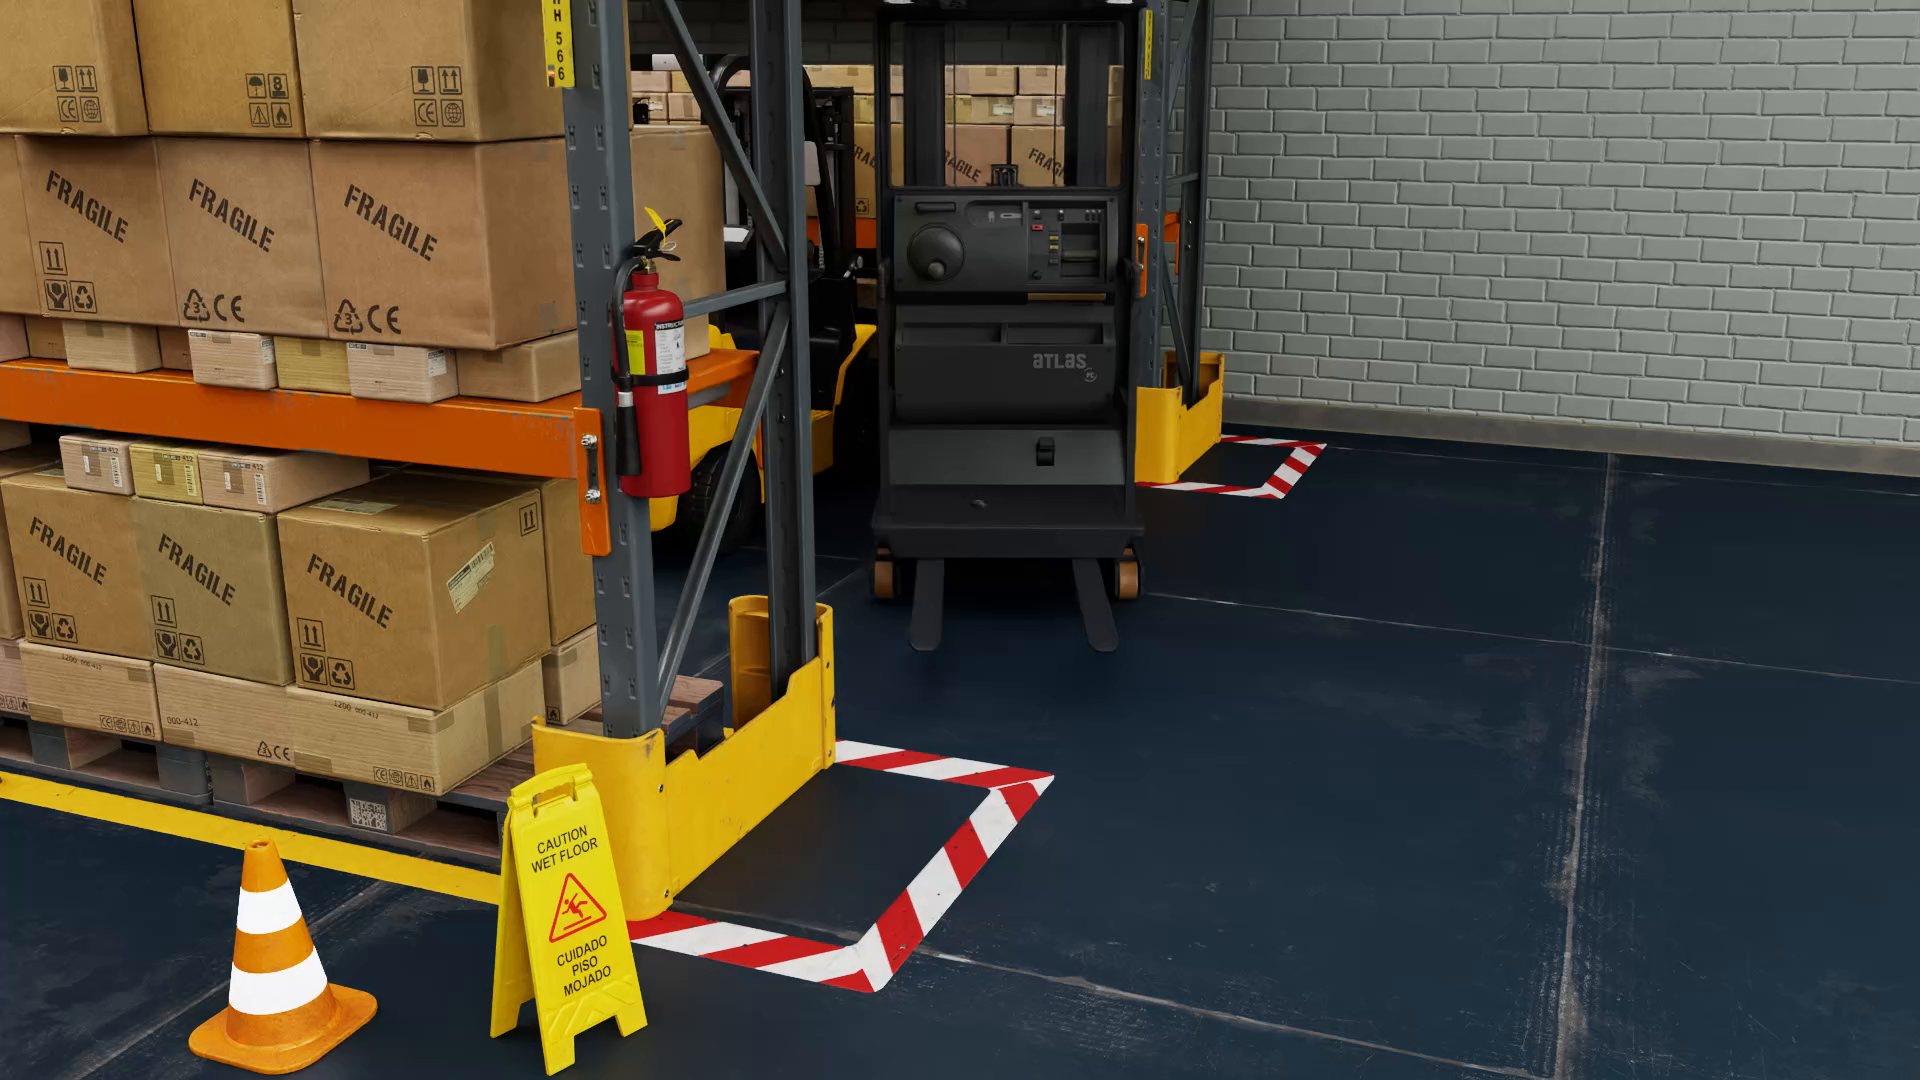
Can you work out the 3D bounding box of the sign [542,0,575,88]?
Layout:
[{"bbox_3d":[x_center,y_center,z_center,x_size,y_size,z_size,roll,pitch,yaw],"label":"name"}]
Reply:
[{"bbox_3d":[-0.901,-1.179,3.713,0.005,0.325,0.100,6,17,21],"label":"sign"}]

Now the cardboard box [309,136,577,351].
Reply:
[{"bbox_3d":[-1.284,-0.788,4.296,0.500,0.500,0.500,6,17,20],"label":"cardboard box"}]

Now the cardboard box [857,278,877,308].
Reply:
[{"bbox_3d":[-0.354,-1.329,9.255,0.500,0.250,0.500,7,17,21],"label":"cardboard box"}]

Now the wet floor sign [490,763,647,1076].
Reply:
[{"bbox_3d":[-0.894,0.814,3.712,0.232,0.644,0.267,14,21,40],"label":"wet floor sign"}]

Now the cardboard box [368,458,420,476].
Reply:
[{"bbox_3d":[-1.838,-0.064,5.347,0.500,0.500,0.500,6,17,19],"label":"cardboard box"}]

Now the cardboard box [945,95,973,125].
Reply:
[{"bbox_3d":[0.020,-2.313,8.917,0.250,0.149,0.380,6,17,20],"label":"cardboard box"}]

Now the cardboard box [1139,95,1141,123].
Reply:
[{"bbox_3d":[0.919,-2.363,9.089,0.250,0.149,0.380,6,17,19],"label":"cardboard box"}]

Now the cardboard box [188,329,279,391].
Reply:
[{"bbox_3d":[-1.862,-0.523,4.546,0.250,0.149,0.380,7,17,22],"label":"cardboard box"}]

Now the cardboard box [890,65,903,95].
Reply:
[{"bbox_3d":[-0.253,-2.465,8.909,0.250,0.149,0.380,7,18,22],"label":"cardboard box"}]

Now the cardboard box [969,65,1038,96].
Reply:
[{"bbox_3d":[0.235,-2.423,8.762,0.250,0.149,0.380,7,17,22],"label":"cardboard box"}]

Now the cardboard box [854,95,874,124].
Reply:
[{"bbox_3d":[-0.488,-2.348,9.040,0.250,0.149,0.380,6,17,21],"label":"cardboard box"}]

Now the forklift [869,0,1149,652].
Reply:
[{"bbox_3d":[0.191,-1.245,6.705,1.130,2.935,3.031,0,16,0],"label":"forklift"}]

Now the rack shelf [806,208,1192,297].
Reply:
[{"bbox_3d":[-0.721,-1.760,9.648,4.000,0.370,1.077,6,17,21],"label":"rack shelf"}]

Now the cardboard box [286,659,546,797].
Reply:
[{"bbox_3d":[-1.552,0.490,4.785,0.500,0.250,0.500,6,17,20],"label":"cardboard box"}]

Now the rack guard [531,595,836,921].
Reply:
[{"bbox_3d":[-0.749,0.579,4.782,0.348,0.500,1.175,6,17,21],"label":"rack guard"}]

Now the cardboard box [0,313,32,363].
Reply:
[{"bbox_3d":[-2.793,-0.635,4.931,0.250,0.149,0.380,6,17,20],"label":"cardboard box"}]

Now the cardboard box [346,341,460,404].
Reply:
[{"bbox_3d":[-1.381,-0.473,4.373,0.250,0.149,0.380,6,17,20],"label":"cardboard box"}]

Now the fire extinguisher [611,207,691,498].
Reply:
[{"bbox_3d":[-0.741,-0.445,3.966,0.183,0.674,0.296,6,17,21],"label":"fire extinguisher"}]

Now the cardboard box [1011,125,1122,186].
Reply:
[{"bbox_3d":[0.585,-1.932,8.767,0.500,0.500,0.500,6,17,19],"label":"cardboard box"}]

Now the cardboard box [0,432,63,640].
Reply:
[{"bbox_3d":[-2.966,-0.028,5.225,0.500,0.500,0.500,7,18,24],"label":"cardboard box"}]

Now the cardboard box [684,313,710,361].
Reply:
[{"bbox_3d":[-0.919,-0.581,4.746,0.250,0.149,0.380,6,17,21],"label":"cardboard box"}]

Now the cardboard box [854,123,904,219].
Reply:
[{"bbox_3d":[-0.371,-2.039,9.139,0.500,0.500,0.500,6,17,20],"label":"cardboard box"}]

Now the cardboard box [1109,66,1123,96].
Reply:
[{"bbox_3d":[0.729,-2.386,8.635,0.250,0.149,0.380,6,17,21],"label":"cardboard box"}]

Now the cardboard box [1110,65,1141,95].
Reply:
[{"bbox_3d":[0.905,-2.493,9.006,0.250,0.149,0.380,6,17,20],"label":"cardboard box"}]

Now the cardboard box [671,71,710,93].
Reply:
[{"bbox_3d":[-1.424,-2.604,9.386,0.250,0.149,0.380,6,17,20],"label":"cardboard box"}]

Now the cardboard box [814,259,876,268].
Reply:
[{"bbox_3d":[-0.640,-1.519,9.912,0.500,0.250,0.500,6,17,20],"label":"cardboard box"}]

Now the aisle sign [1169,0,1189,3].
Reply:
[{"bbox_3d":[1.093,-3.067,8.195,0.004,0.787,0.394,6,17,21],"label":"aisle sign"}]

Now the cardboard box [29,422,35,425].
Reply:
[{"bbox_3d":[-3.277,-0.222,5.890,0.500,0.500,0.500,7,17,22],"label":"cardboard box"}]

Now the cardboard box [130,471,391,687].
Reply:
[{"bbox_3d":[-2.006,0.078,4.857,0.500,0.500,0.500,7,18,23],"label":"cardboard box"}]

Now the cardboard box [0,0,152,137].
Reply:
[{"bbox_3d":[-2.214,-1.359,4.470,0.500,0.500,0.700,6,17,20],"label":"cardboard box"}]

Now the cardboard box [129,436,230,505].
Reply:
[{"bbox_3d":[-2.118,-0.227,4.747,0.250,0.149,0.380,7,17,22],"label":"cardboard box"}]

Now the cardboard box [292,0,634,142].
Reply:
[{"bbox_3d":[-1.234,-1.280,4.197,0.500,0.500,0.700,6,17,19],"label":"cardboard box"}]

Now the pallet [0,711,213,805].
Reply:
[{"bbox_3d":[-2.623,0.500,5.572,1.213,0.211,1.003,6,17,21],"label":"pallet"}]

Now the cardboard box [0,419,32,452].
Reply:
[{"bbox_3d":[-3.125,-0.338,5.128,0.250,0.149,0.380,7,18,24],"label":"cardboard box"}]

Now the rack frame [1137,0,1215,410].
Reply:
[{"bbox_3d":[1.139,-1.901,8.843,0.127,3.000,1.000,6,17,21],"label":"rack frame"}]

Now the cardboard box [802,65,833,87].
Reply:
[{"bbox_3d":[-0.700,-2.541,9.170,0.250,0.149,0.380,7,17,21],"label":"cardboard box"}]

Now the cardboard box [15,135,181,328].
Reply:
[{"bbox_3d":[-2.213,-0.893,4.656,0.500,0.500,0.500,6,17,20],"label":"cardboard box"}]

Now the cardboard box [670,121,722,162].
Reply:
[{"bbox_3d":[-1.303,-2.145,9.502,0.500,0.500,0.500,6,17,20],"label":"cardboard box"}]

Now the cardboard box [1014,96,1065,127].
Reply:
[{"bbox_3d":[0.465,-2.242,8.674,0.250,0.149,0.380,7,17,22],"label":"cardboard box"}]

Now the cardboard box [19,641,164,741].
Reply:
[{"bbox_3d":[-2.497,0.385,5.145,0.500,0.250,0.500,6,17,19],"label":"cardboard box"}]

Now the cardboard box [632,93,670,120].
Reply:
[{"bbox_3d":[-1.685,-2.479,9.490,0.250,0.149,0.380,7,17,22],"label":"cardboard box"}]

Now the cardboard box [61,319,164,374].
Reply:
[{"bbox_3d":[-2.320,-0.588,4.771,0.250,0.149,0.380,6,17,20],"label":"cardboard box"}]
